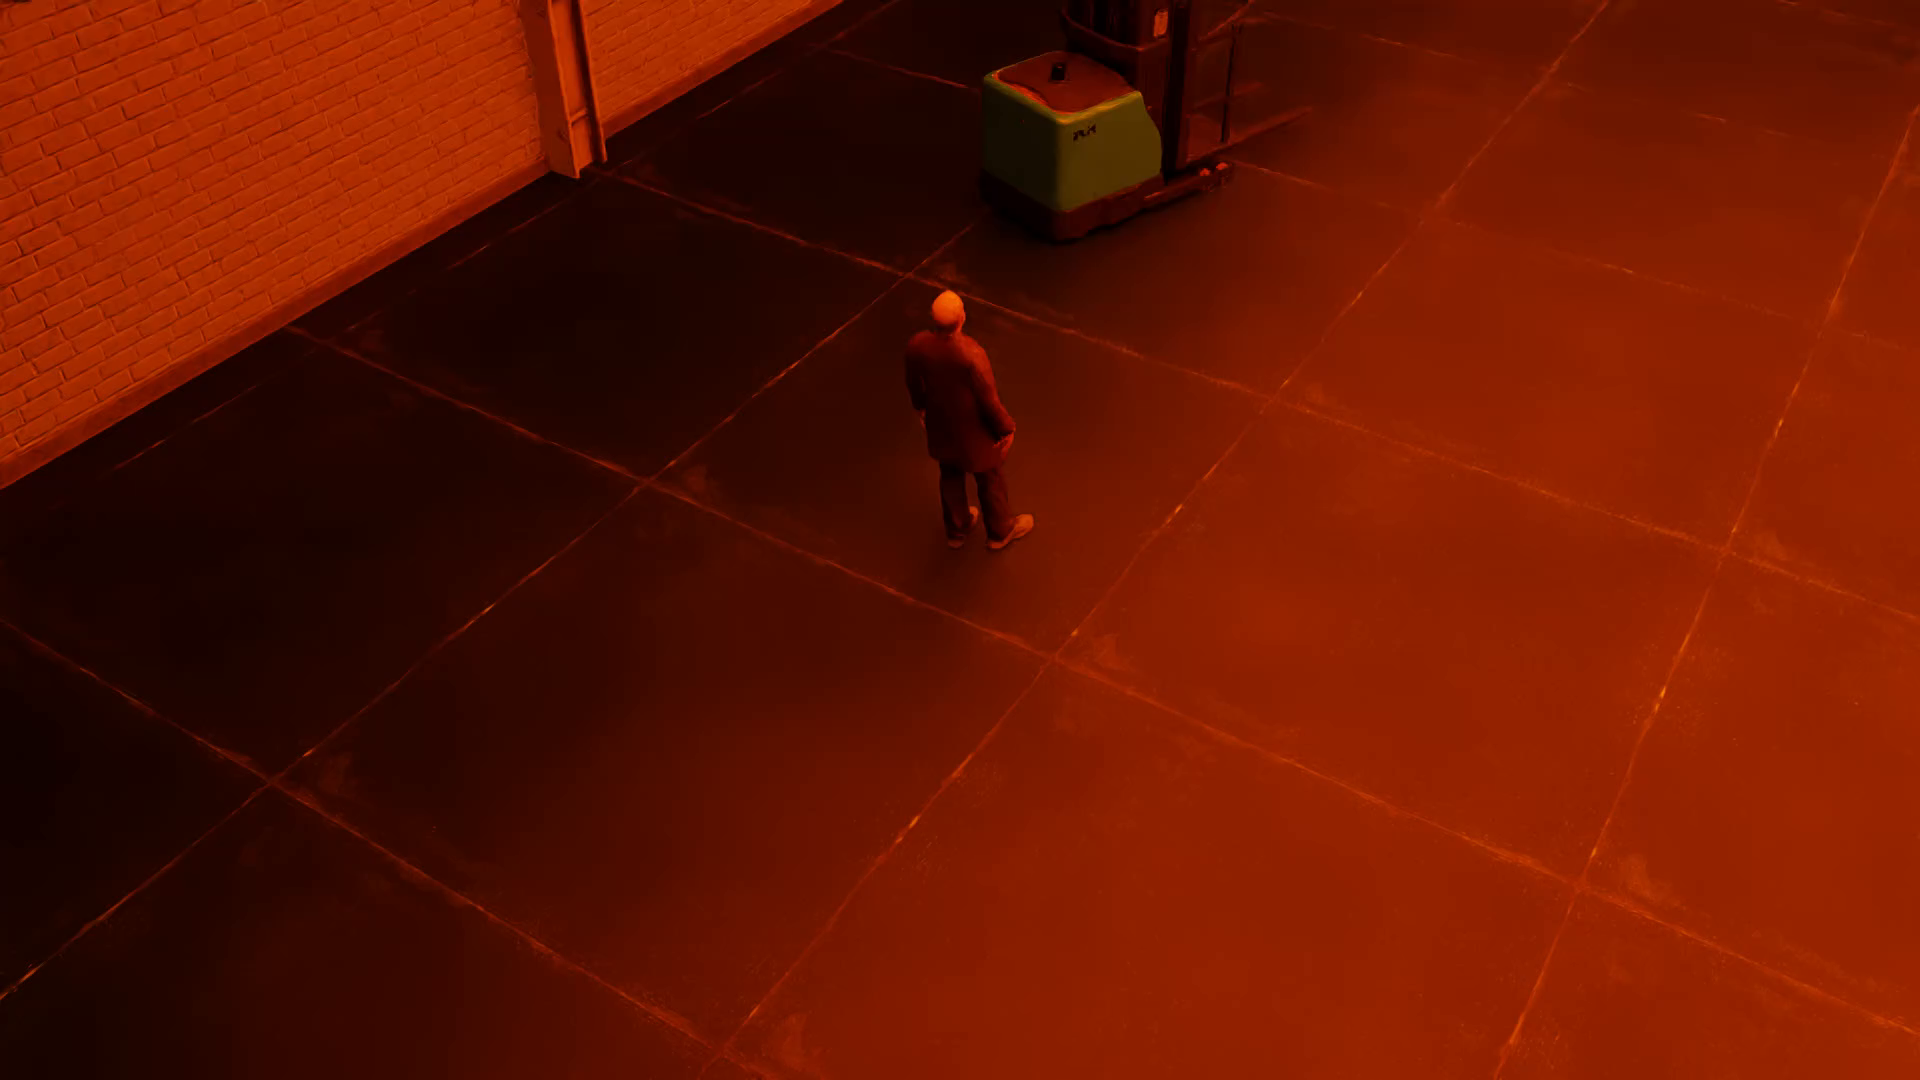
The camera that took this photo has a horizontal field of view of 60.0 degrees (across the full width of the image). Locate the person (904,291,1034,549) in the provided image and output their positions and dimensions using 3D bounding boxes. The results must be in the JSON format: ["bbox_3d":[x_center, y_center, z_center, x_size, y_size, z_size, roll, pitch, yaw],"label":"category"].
[{"bbox_3d":[0.053,-0.732,9.712,0.694,1.776,0.580,22,45,24],"label":"person"}]

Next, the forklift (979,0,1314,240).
[{"bbox_3d":[1.633,-4.224,12.951,3.031,2.935,1.130,-26,47,-28],"label":"forklift"}]
